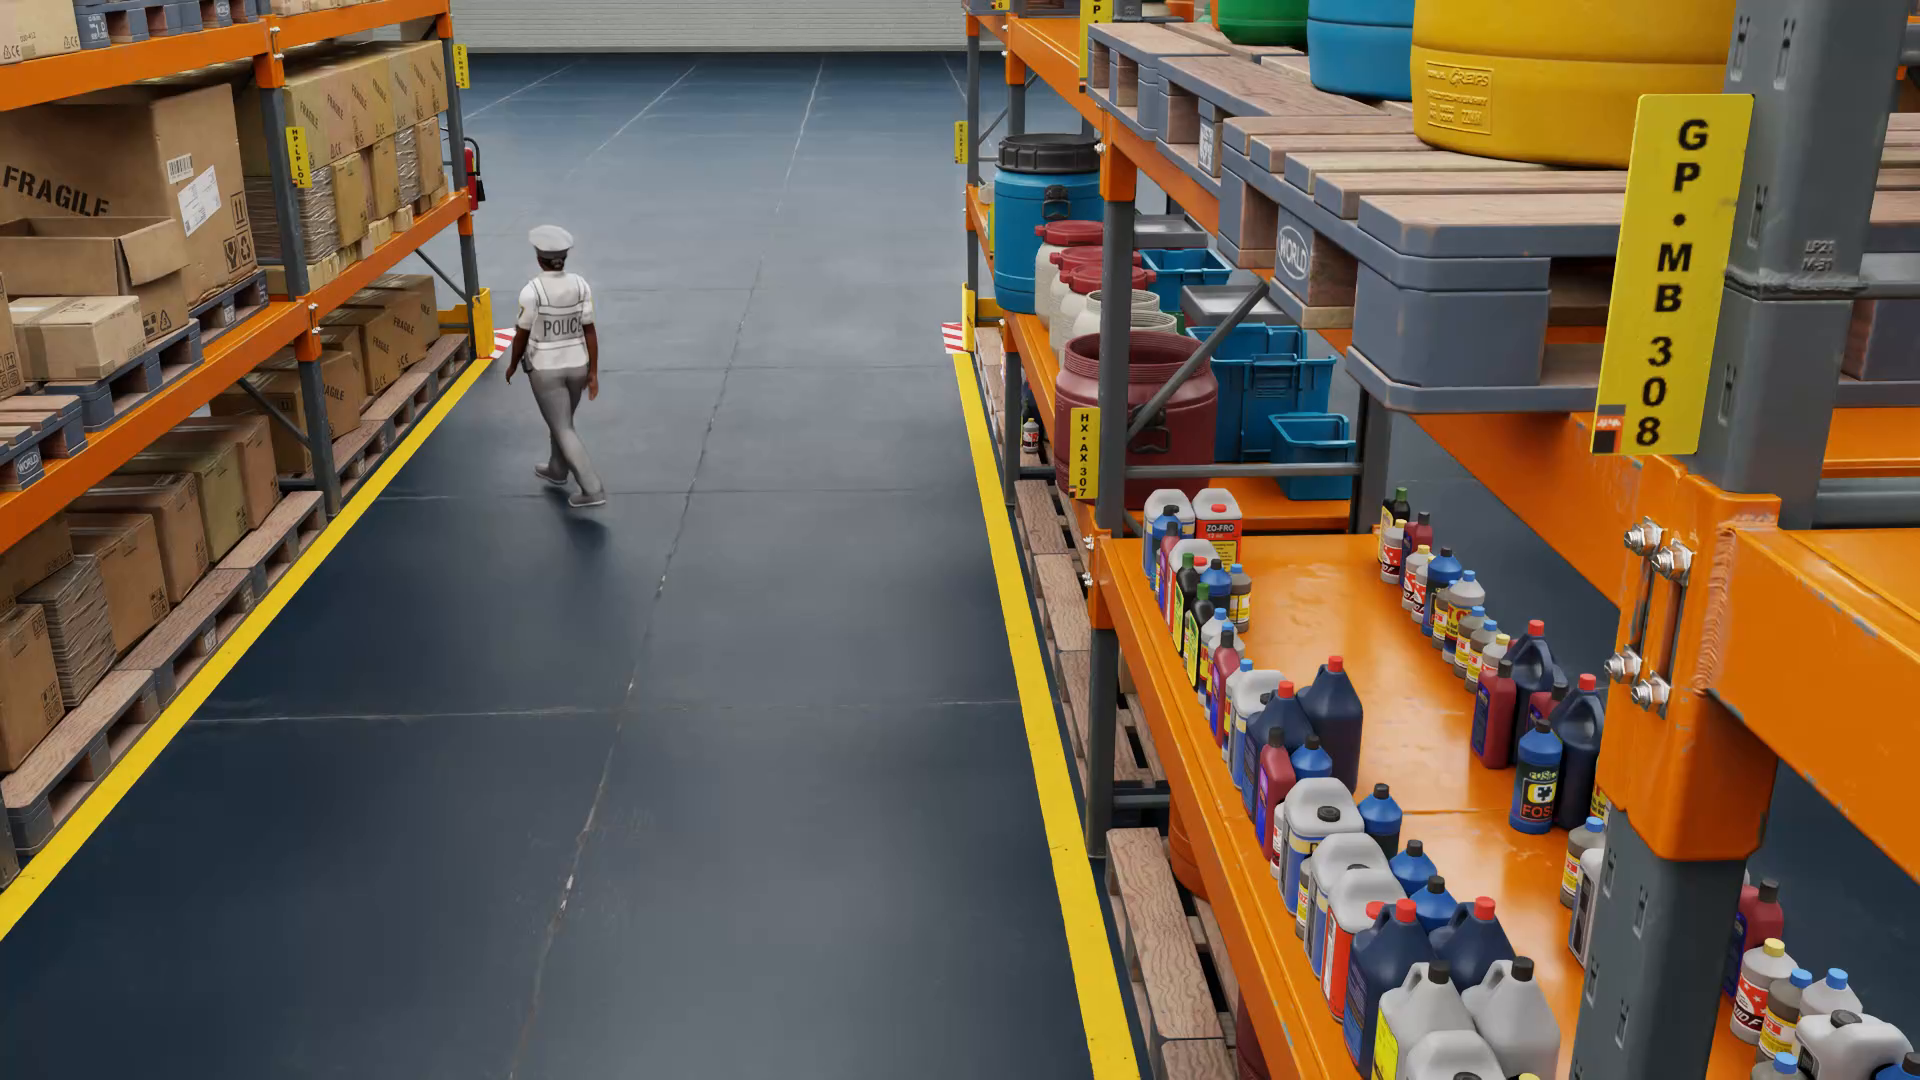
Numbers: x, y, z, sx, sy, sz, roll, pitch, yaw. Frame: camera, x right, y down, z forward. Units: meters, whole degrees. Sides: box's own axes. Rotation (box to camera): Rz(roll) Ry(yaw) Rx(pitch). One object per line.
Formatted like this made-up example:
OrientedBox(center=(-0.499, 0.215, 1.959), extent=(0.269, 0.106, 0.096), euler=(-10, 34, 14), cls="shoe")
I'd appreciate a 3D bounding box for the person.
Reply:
OrientedBox(center=(-2.401, -1.032, 9.784), extent=(0.454, 1.636, 0.962), euler=(-19, 28, -41), cls="person")
